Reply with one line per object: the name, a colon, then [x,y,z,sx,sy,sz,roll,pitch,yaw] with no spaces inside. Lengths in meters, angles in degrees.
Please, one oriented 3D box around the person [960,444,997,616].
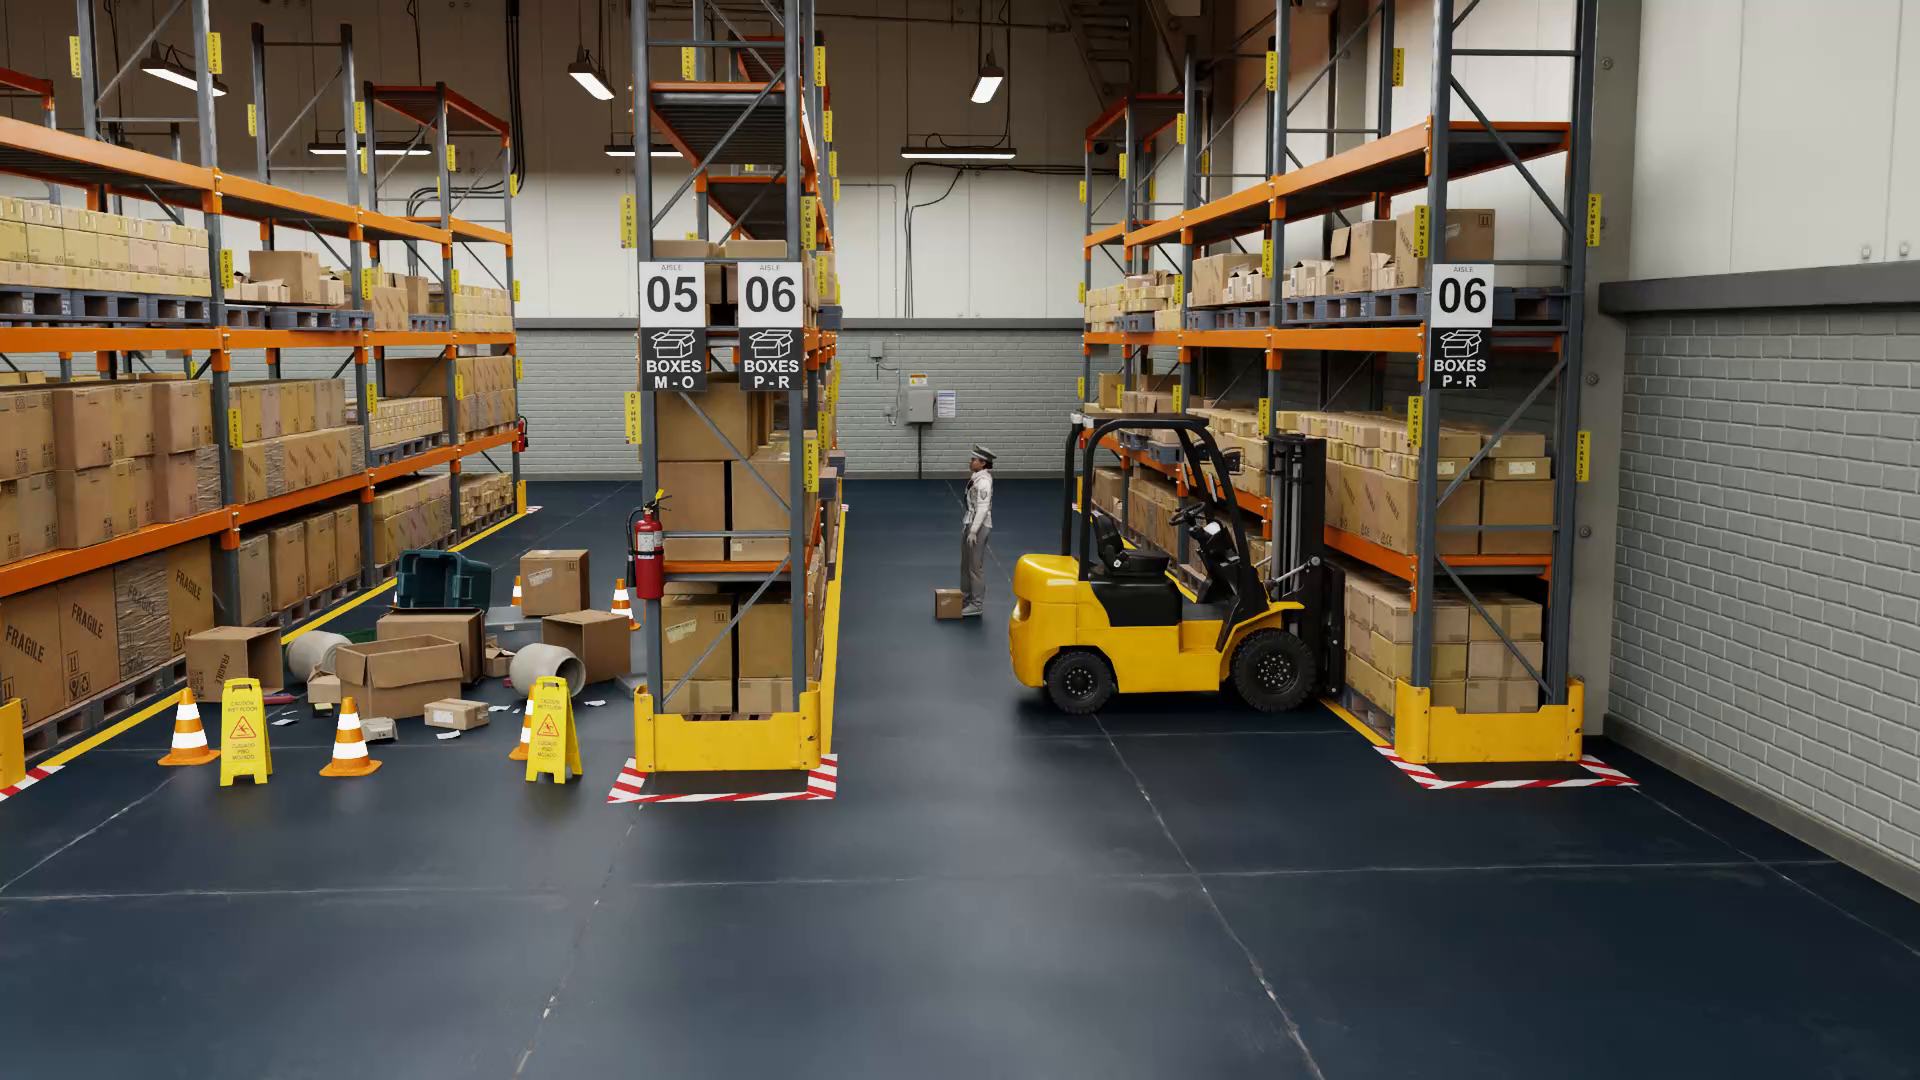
person: [0.092,-0.101,16.369,0.530,1.695,0.588,0,7,-4]
